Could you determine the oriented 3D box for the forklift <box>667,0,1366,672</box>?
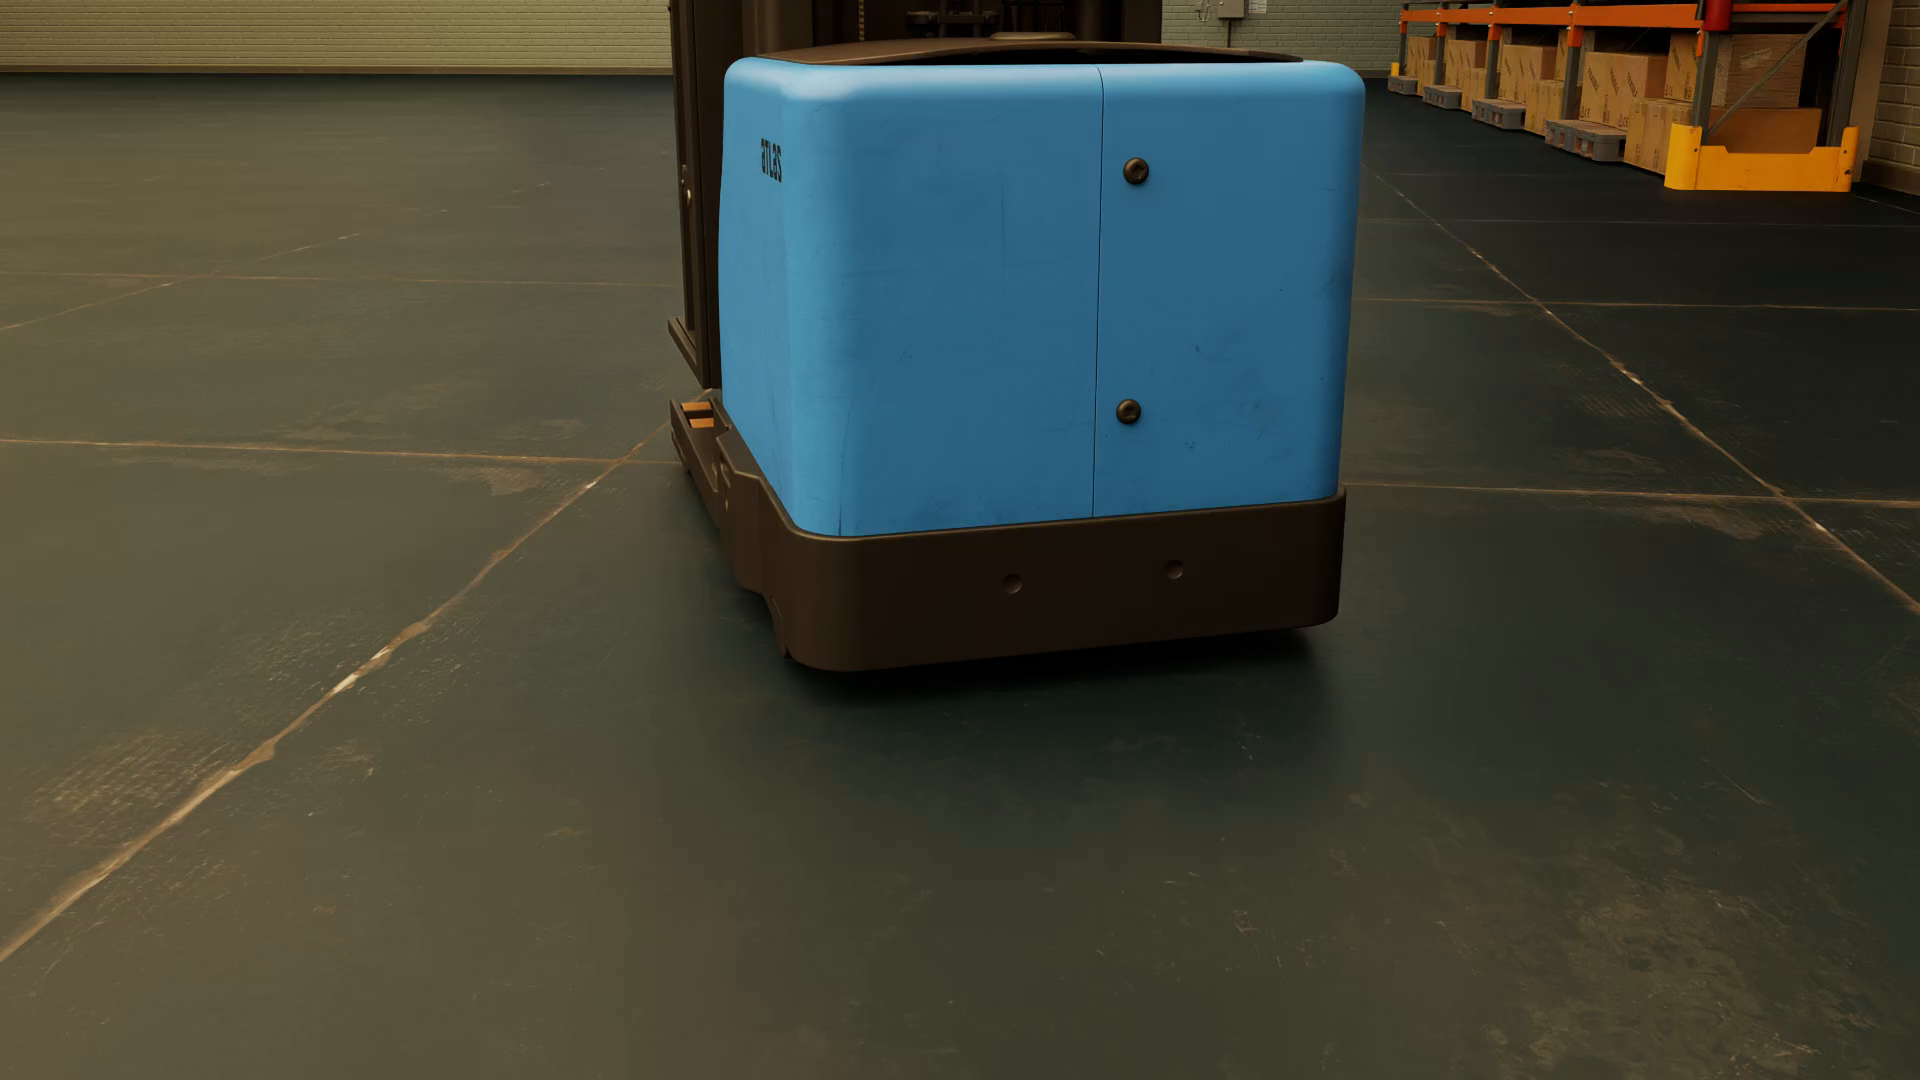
[{"bbox_3d":[-0.159,-1.575,3.946,1.130,2.935,3.031,-5,18,-14],"label":"forklift"}]
